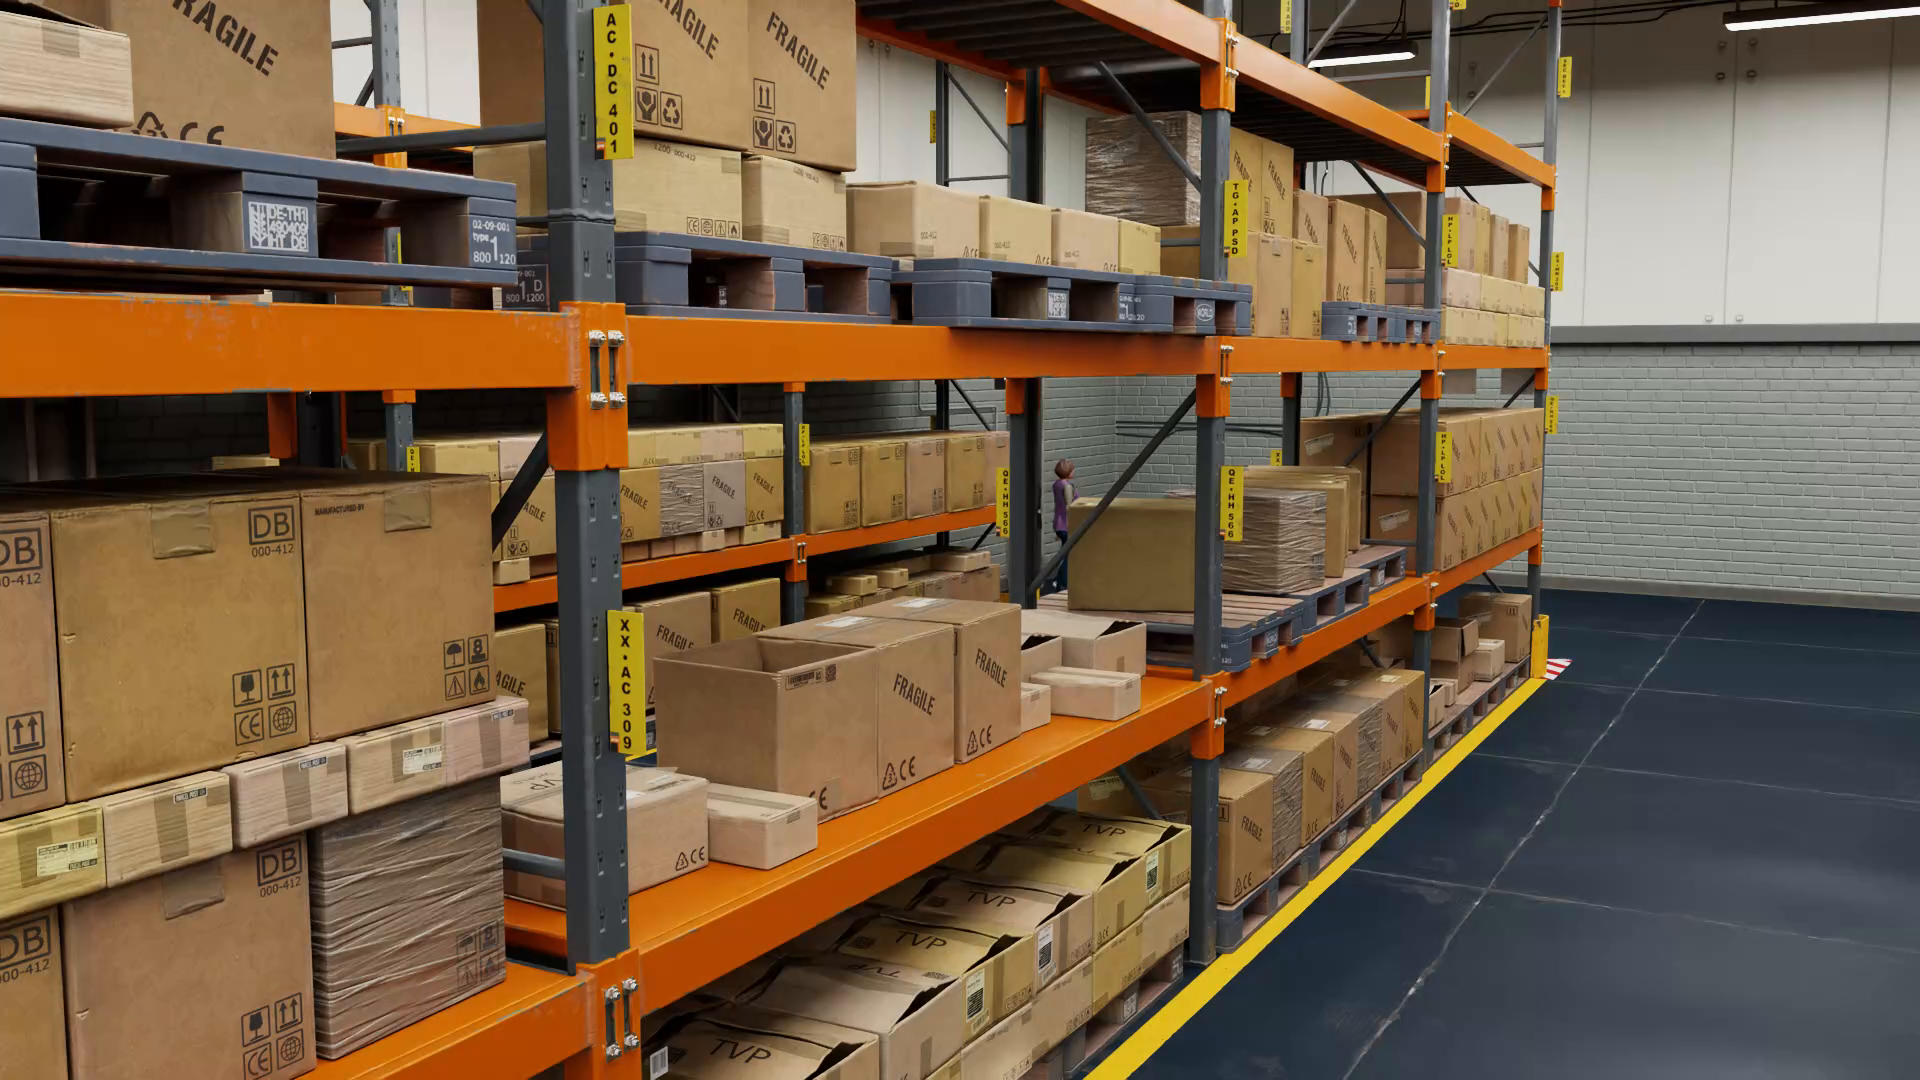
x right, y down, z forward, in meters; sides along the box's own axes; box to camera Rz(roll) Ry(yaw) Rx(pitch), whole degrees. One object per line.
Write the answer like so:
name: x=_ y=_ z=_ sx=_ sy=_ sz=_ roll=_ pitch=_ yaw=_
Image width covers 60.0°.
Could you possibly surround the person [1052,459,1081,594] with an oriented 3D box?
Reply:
person: x=1.240 y=-0.093 z=18.537 sx=0.405 sy=1.603 sz=0.465 roll=-1 pitch=6 yaw=-11
